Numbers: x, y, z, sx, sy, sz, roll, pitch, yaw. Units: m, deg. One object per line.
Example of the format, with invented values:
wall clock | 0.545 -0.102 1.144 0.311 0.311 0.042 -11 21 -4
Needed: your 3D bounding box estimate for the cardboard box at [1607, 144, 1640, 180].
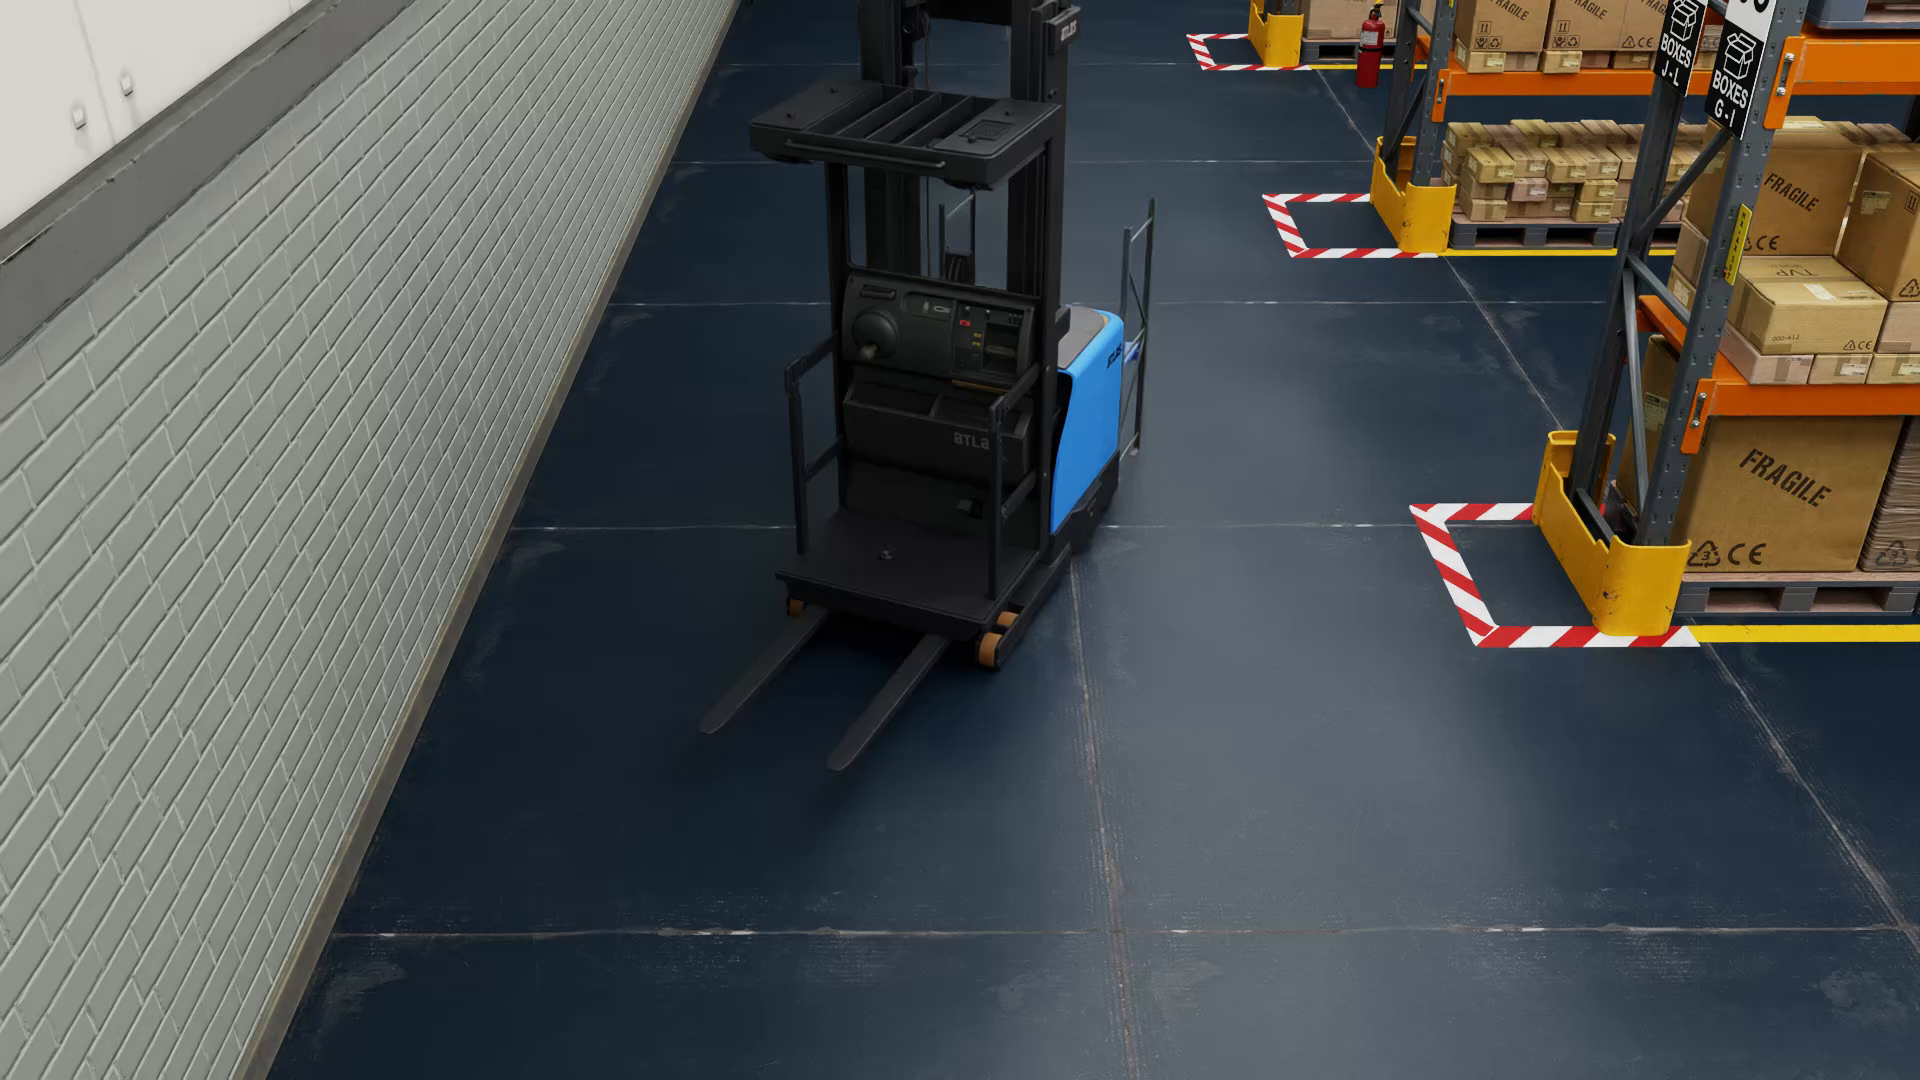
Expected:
cardboard box | 4.920 -2.775 12.201 0.250 0.149 0.380 1 31 2

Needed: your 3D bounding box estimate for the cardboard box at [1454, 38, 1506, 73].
cardboard box | 3.667 -3.420 11.738 0.250 0.149 0.380 0 31 -1

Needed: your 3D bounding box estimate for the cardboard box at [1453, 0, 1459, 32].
cardboard box | 3.789 -4.002 12.071 0.500 0.500 0.500 0 31 1

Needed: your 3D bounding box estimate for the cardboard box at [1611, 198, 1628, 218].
cardboard box | 4.887 -2.535 12.380 0.250 0.149 0.380 0 31 0

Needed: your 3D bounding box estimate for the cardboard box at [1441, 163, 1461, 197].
cardboard box | 3.866 -2.767 12.763 0.250 0.149 0.380 0 31 1

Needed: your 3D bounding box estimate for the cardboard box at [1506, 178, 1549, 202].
cardboard box | 4.141 -2.625 12.241 0.250 0.149 0.380 0 31 -1

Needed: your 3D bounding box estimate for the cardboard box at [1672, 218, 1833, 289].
cardboard box | 3.753 -1.326 7.902 0.500 0.250 0.500 -1 31 -1

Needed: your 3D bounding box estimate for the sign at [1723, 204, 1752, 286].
sign | 3.267 -1.240 6.991 0.005 0.325 0.100 0 31 0

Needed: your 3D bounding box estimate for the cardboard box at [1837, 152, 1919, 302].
cardboard box | 4.252 -1.370 7.252 0.500 0.500 0.500 -1 31 -1

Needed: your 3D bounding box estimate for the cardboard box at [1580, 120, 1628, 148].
cardboard box | 4.907 -3.080 12.705 0.250 0.149 0.380 1 31 2

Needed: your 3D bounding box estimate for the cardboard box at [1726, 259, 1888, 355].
cardboard box | 3.752 -1.048 7.444 0.500 0.250 0.500 -1 31 -2

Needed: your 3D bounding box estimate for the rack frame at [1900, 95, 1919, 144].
rack frame | 7.341 -3.709 11.972 0.127 3.000 1.000 0 31 0

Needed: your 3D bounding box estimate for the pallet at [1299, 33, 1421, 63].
pallet | 4.009 -5.115 16.977 1.213 0.211 1.003 0 31 0

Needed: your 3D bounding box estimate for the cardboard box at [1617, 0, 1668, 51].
cardboard box | 4.817 -3.735 11.631 0.500 0.500 0.500 0 31 0

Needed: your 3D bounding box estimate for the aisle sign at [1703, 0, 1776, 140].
aisle sign | 3.200 -2.079 6.779 0.004 0.787 0.394 0 31 0

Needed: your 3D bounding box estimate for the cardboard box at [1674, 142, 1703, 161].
cardboard box | 5.434 -2.802 12.247 0.250 0.149 0.380 0 31 0

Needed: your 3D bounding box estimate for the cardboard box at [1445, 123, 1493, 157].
cardboard box | 3.869 -3.045 12.647 0.250 0.149 0.380 0 31 0

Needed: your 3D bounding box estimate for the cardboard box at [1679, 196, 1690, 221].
cardboard box | 5.414 -2.505 12.330 0.250 0.149 0.380 0 31 0

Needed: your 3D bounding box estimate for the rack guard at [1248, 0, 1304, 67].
rack guard | 3.186 -5.195 16.831 0.348 0.500 1.175 0 31 0

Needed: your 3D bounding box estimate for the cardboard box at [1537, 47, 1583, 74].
cardboard box | 4.191 -3.416 11.730 0.250 0.149 0.380 -1 31 -2

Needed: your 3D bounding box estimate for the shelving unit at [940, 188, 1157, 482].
shelving unit | 0.468 -1.155 9.205 1.048 1.500 0.538 12 33 18

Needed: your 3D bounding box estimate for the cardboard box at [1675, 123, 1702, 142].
cardboard box | 5.433 -3.039 12.637 0.250 0.149 0.380 0 31 0

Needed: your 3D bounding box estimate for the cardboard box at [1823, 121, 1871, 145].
cardboard box | 6.720 -3.061 12.673 0.250 0.149 0.380 1 31 2

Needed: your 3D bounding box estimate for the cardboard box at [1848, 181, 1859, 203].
cardboard box | 6.490 -2.614 12.224 0.250 0.149 0.380 -1 31 -2

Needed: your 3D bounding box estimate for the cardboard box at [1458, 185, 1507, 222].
cardboard box | 3.867 -2.493 12.311 0.250 0.149 0.380 0 31 1

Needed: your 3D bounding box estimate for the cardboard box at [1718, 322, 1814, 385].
cardboard box | 3.627 -0.846 7.495 0.250 0.149 0.380 0 31 0

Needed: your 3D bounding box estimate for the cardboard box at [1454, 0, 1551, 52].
cardboard box | 3.792 -3.725 11.614 0.500 0.500 0.500 1 31 2

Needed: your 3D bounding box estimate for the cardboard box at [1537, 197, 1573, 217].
cardboard box | 4.377 -2.541 12.390 0.250 0.149 0.380 0 31 0

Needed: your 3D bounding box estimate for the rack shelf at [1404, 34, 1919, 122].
rack shelf | 5.341 -3.396 12.148 4.000 0.370 1.077 0 31 0

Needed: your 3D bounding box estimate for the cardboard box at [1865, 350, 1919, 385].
cardboard box | 4.140 -0.849 7.500 0.250 0.149 0.380 -1 31 -1

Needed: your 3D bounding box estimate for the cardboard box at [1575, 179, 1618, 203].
cardboard box | 4.642 -2.616 12.227 0.250 0.149 0.380 1 31 1

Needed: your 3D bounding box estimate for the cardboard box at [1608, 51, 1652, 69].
cardboard box | 4.721 -3.476 11.829 0.250 0.149 0.380 0 31 -1

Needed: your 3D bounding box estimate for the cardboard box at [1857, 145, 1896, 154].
cardboard box | 6.732 -2.767 12.189 0.250 0.149 0.380 0 31 0

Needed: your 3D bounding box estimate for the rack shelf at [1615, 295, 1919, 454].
rack shelf | 5.270 -0.822 7.907 4.000 0.370 1.077 0 31 0

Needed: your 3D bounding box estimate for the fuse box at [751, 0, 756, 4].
fuse box | -2.295 -6.774 18.265 0.414 1.711 0.539 0 31 0

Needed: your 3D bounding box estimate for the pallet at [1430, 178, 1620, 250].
pallet | 4.230 -2.489 12.649 1.213 0.211 1.003 0 31 0

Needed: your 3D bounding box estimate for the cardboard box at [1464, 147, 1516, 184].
cardboard box | 3.867 -2.737 12.140 0.250 0.149 0.380 -2 31 -3

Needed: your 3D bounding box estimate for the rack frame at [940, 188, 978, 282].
rack frame | -0.005 -1.252 9.365 0.032 1.500 0.500 12 33 18

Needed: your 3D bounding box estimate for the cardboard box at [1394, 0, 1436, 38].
cardboard box | 4.785 -5.409 16.839 0.875 0.438 0.875 1 31 1

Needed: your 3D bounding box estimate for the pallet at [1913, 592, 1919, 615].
pallet | 5.286 0.023 8.509 1.213 0.211 1.003 0 31 0

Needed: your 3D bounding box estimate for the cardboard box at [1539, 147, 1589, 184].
cardboard box | 4.395 -2.735 12.136 0.250 0.149 0.380 0 31 0

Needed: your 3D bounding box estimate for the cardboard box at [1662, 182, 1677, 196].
cardboard box | 5.178 -2.688 12.346 0.250 0.149 0.380 1 31 2

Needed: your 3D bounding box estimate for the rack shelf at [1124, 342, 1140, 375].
rack shelf | 0.467 -1.001 9.297 1.000 0.185 0.538 12 33 18

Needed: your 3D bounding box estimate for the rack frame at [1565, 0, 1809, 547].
rack frame | 3.270 -1.124 7.710 0.127 3.000 1.000 0 31 0

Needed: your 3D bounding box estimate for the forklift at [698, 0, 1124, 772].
forklift | -0.191 -0.909 7.423 1.130 2.935 3.031 13 34 20

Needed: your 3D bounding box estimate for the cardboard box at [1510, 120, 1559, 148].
cardboard box | 4.379 -3.083 12.709 0.250 0.149 0.380 -1 31 -1

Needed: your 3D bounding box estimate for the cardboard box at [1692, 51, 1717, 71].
cardboard box | 5.227 -3.452 11.790 0.250 0.149 0.380 1 31 2

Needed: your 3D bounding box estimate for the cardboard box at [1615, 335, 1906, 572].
cardboard box | 3.910 -0.438 8.224 0.875 0.875 0.875 0 31 0
